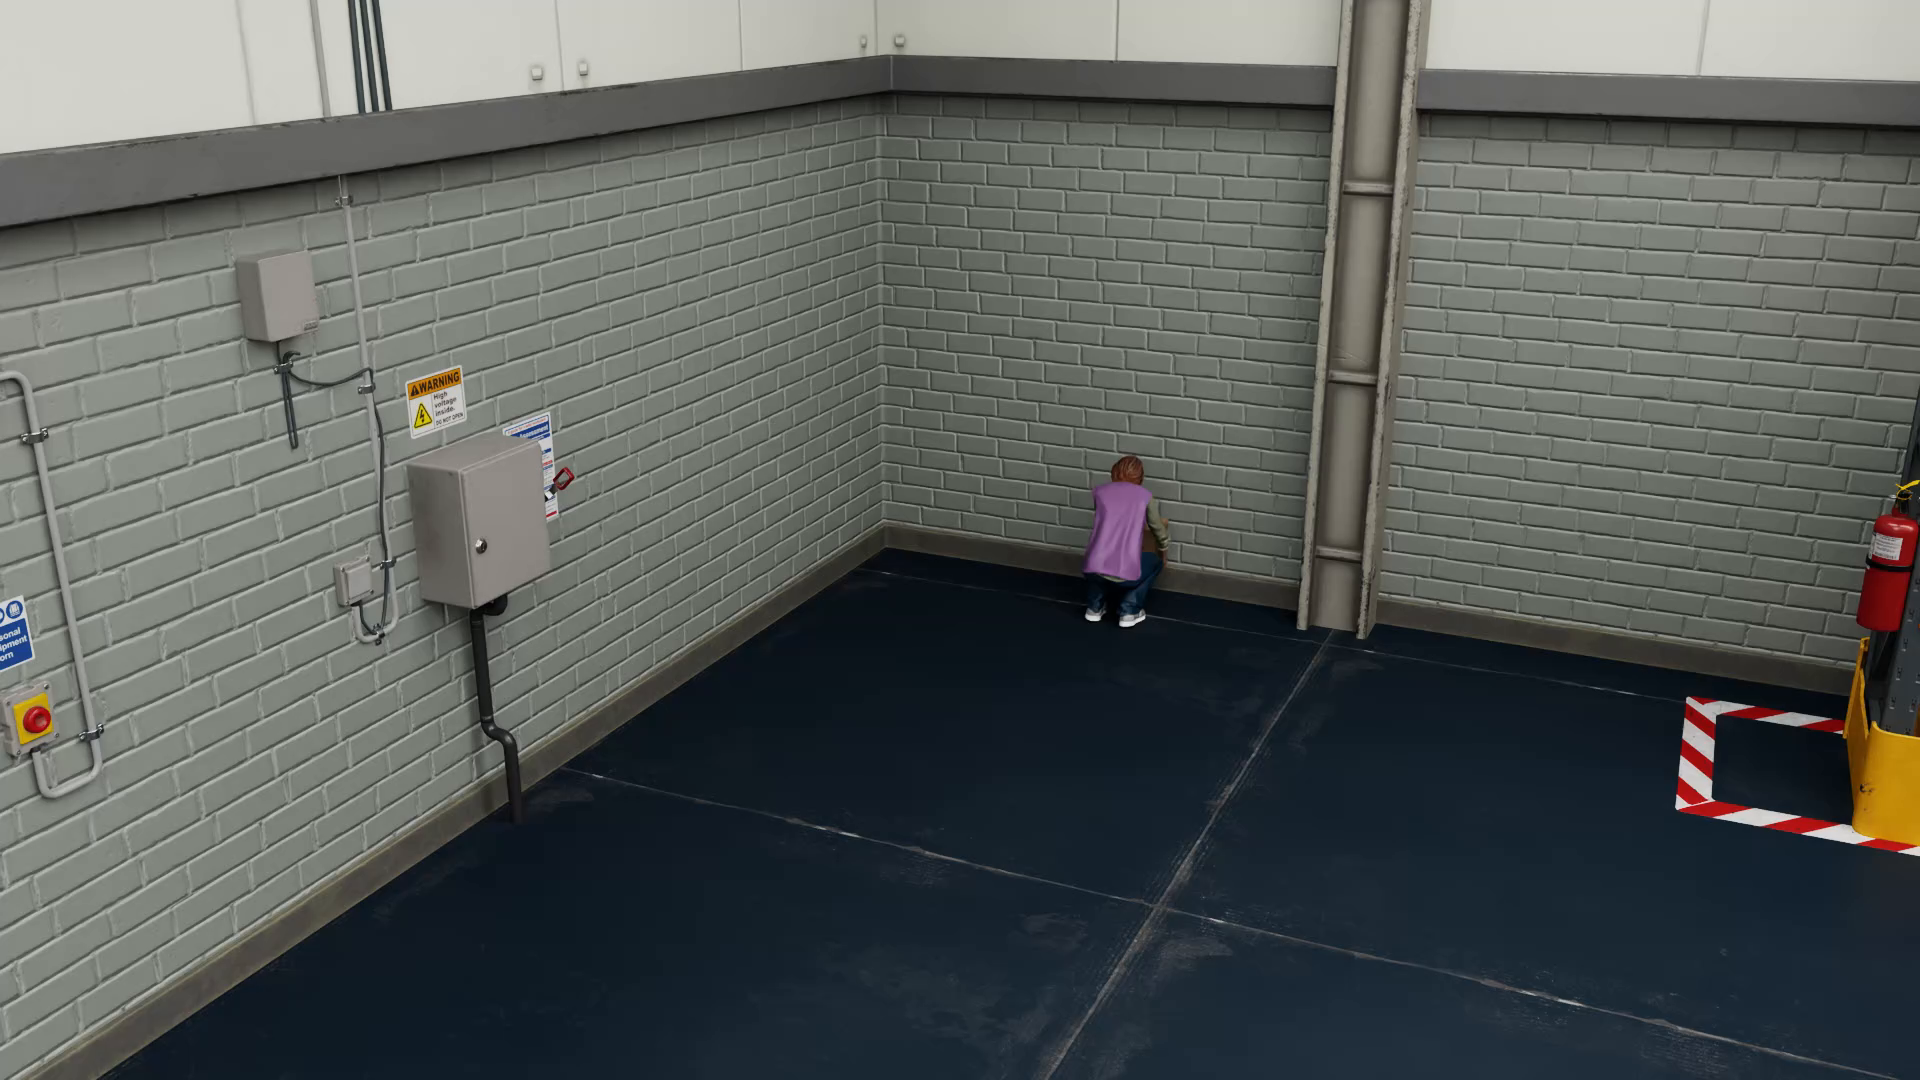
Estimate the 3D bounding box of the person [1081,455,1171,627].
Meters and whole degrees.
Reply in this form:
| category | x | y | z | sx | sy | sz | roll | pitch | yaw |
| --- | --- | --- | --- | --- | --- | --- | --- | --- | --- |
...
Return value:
| category | x | y | z | sx | sy | sz | roll | pitch | yaw |
| --- | --- | --- | --- | --- | --- | --- | --- | --- | --- |
| person | 0.954 | 0.009 | 9.650 | 0.450 | 0.883 | 0.805 | 8 | 21 | 22 |
